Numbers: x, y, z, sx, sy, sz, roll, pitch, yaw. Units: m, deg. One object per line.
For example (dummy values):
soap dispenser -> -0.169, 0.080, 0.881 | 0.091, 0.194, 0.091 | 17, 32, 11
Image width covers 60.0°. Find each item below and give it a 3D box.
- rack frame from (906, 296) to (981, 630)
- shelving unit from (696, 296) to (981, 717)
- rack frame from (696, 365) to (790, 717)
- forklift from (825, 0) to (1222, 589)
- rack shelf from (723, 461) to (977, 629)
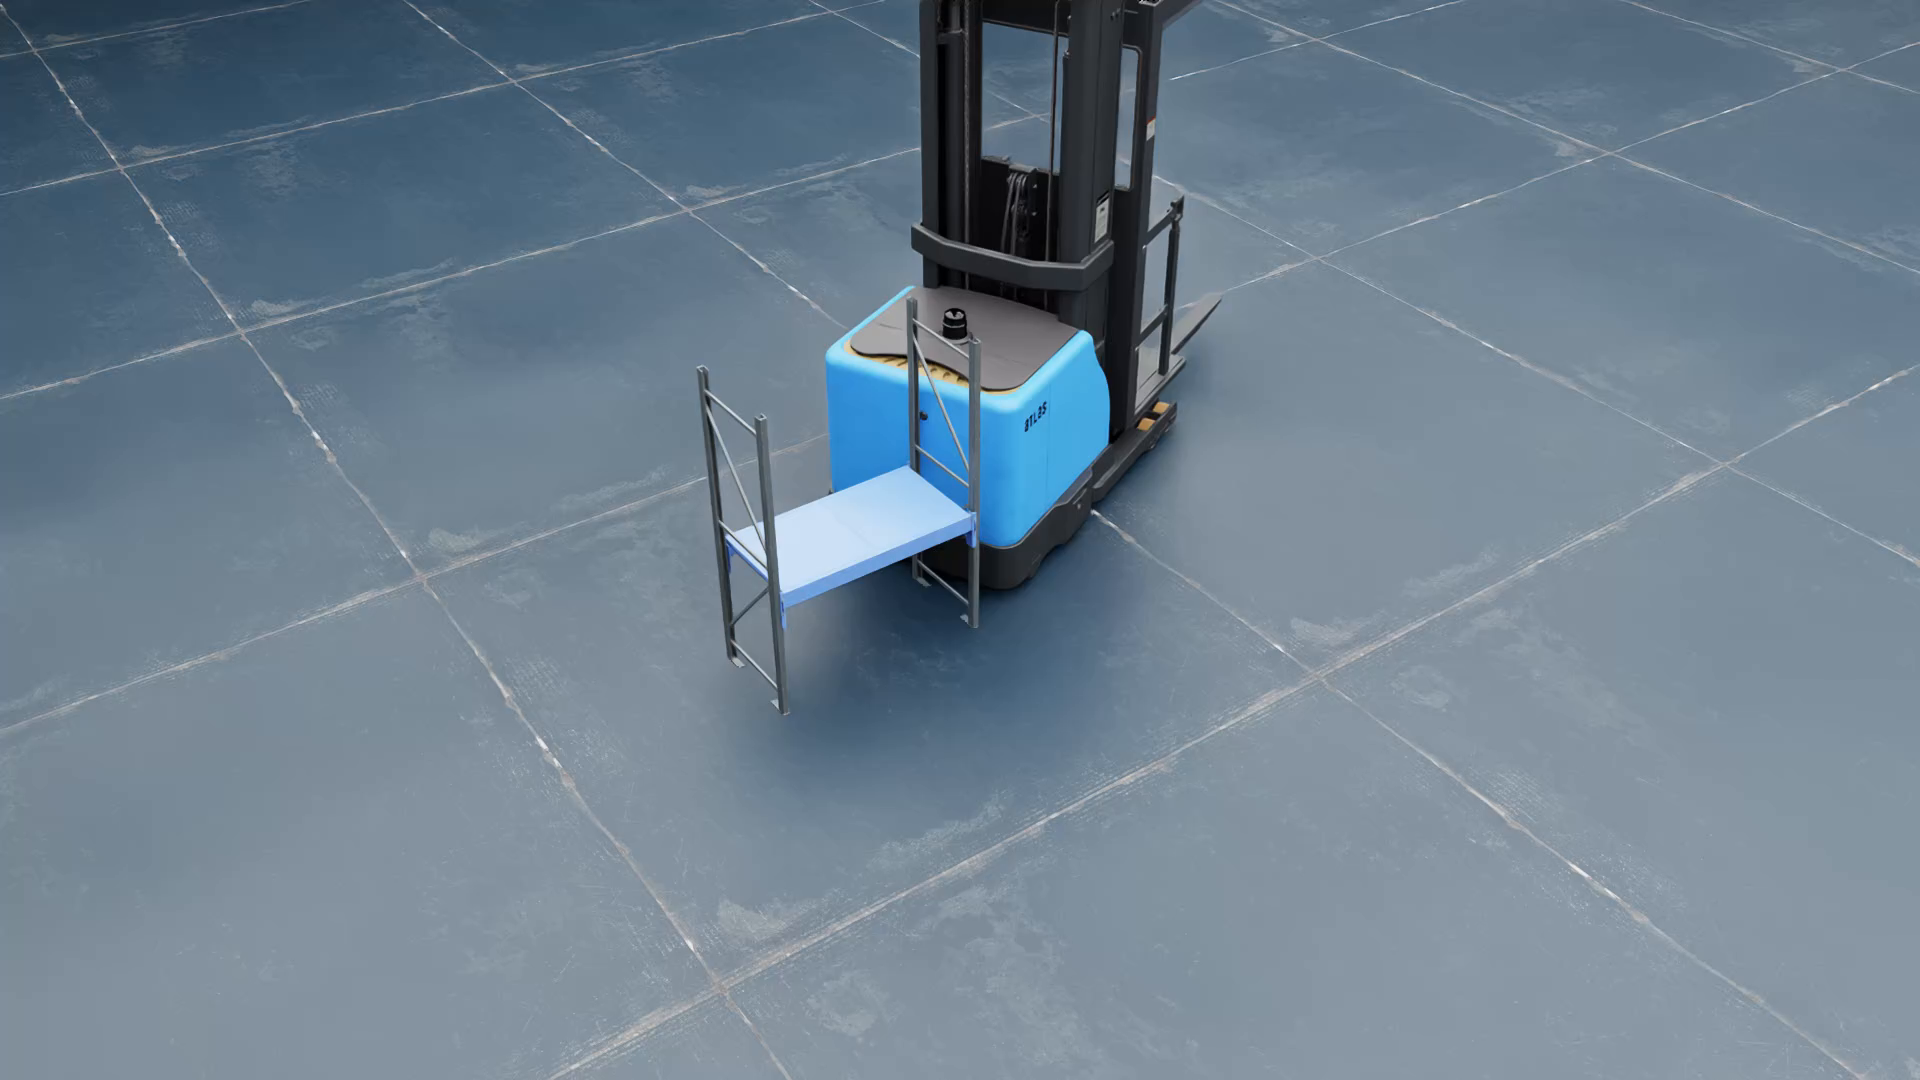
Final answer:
rack frame -> -0.072, -0.317, 7.406 | 0.032, 1.500, 0.500 | -23, 42, -28
shelving unit -> -0.483, -0.143, 7.164 | 1.048, 1.500, 0.538 | -23, 42, -28
rack frame -> -0.895, 0.032, 6.921 | 0.032, 1.500, 0.500 | -23, 42, -28
forklift -> 0.525, -1.797, 8.238 | 1.130, 2.935, 3.031 | 18, 40, 24
rack shelf -> -0.483, 0.003, 7.269 | 1.000, 0.185, 0.538 | -23, 42, -28
